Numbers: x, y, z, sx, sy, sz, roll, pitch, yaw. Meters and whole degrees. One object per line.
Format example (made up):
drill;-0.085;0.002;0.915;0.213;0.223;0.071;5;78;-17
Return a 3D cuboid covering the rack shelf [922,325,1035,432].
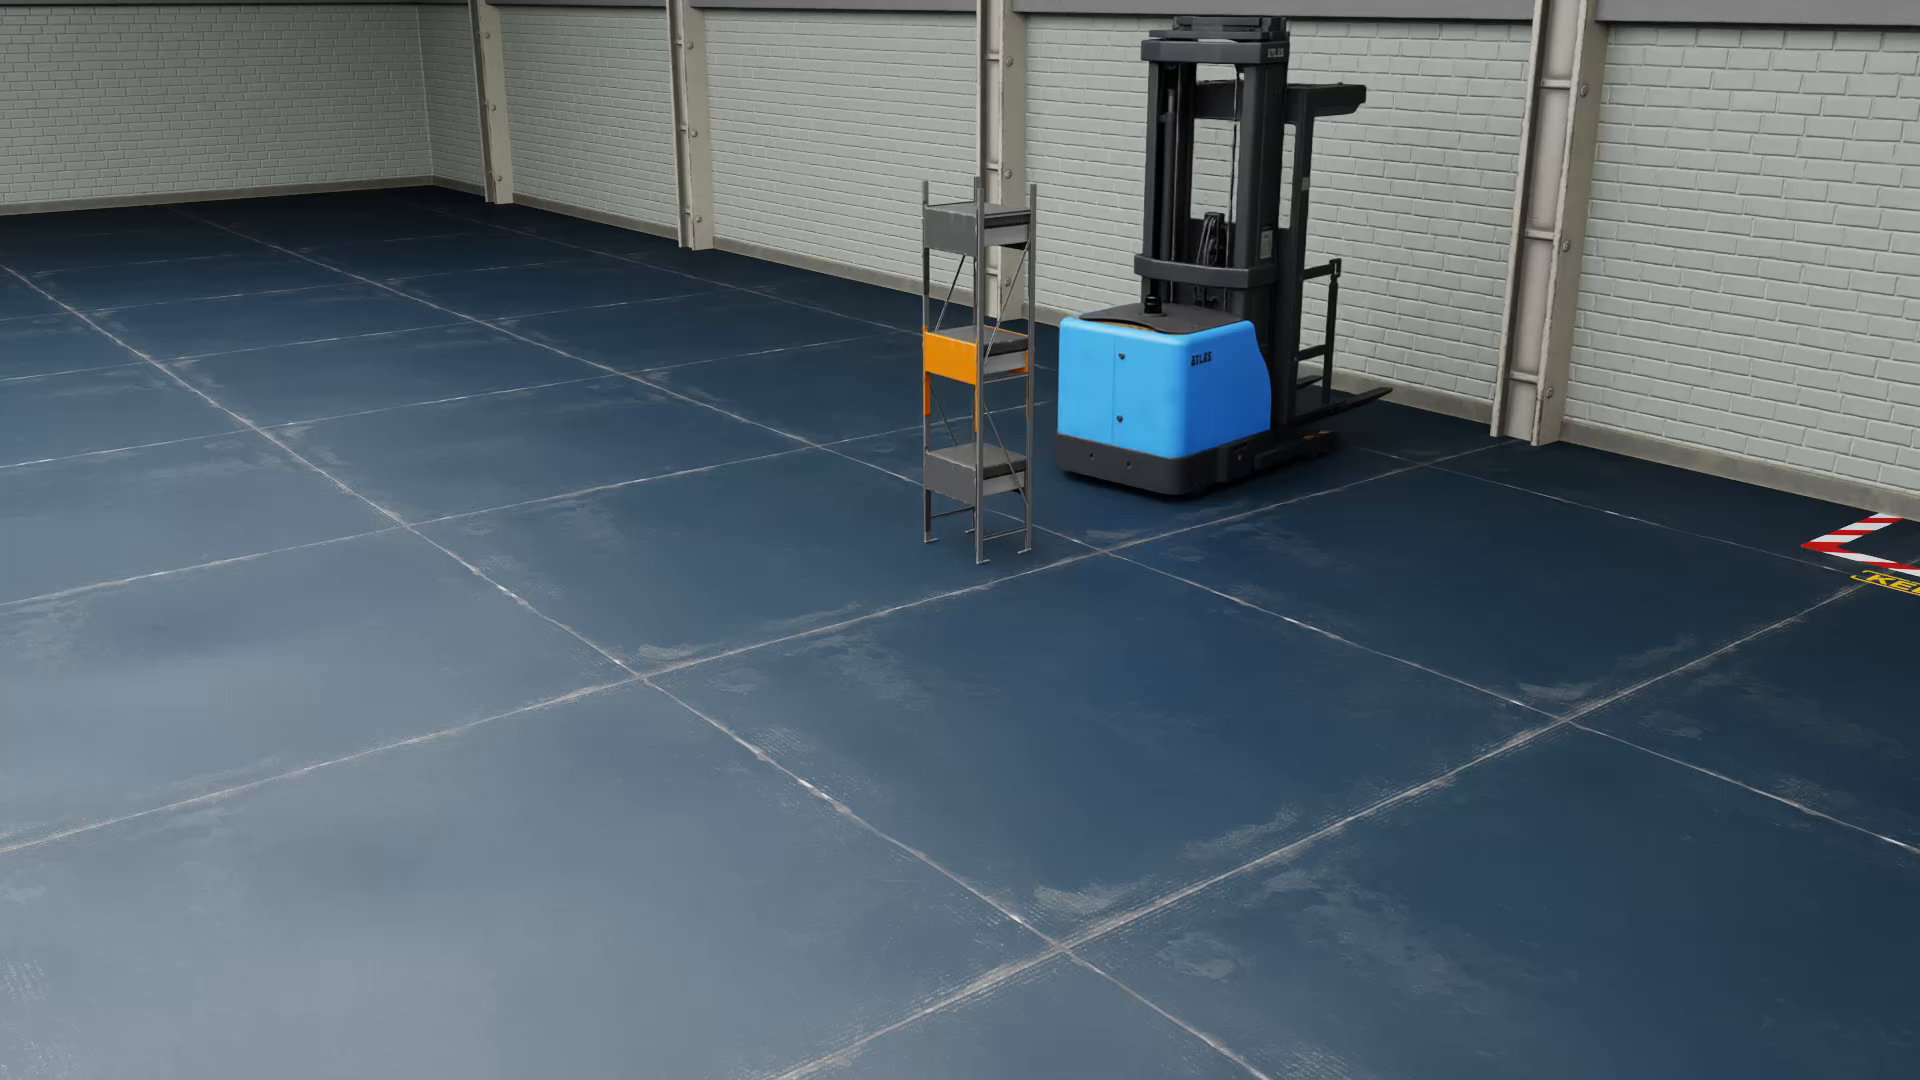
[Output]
rack shelf;0.103;-0.943;9.414;0.431;0.518;0.480;-14;23;-36

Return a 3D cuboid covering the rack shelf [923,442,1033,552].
rack shelf;0.103;-0.279;9.634;0.431;0.518;0.480;-14;23;-36

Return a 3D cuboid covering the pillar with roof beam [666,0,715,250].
pillar with roof beam;-6.703;-7.138;17.102;9.100;9.000;0.400;-14;23;-36

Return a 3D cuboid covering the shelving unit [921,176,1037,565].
shelving unit;0.103;-0.956;9.409;0.431;2.100;0.503;-14;23;-36

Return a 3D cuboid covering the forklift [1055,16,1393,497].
forklift;2.009;-2.051;11.394;1.130;2.935;3.031;16;24;41

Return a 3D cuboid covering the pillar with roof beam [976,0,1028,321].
pillar with roof beam;-2.978;-5.659;12.637;9.100;9.000;0.400;-14;23;-36

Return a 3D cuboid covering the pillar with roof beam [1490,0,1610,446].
pillar with roof beam;0.747;-4.181;8.172;9.100;9.000;0.400;-14;23;-36

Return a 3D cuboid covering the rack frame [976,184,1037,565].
rack frame;0.254;-0.896;9.228;0.400;2.100;0.015;-14;23;-36

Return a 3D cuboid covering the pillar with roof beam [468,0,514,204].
pillar with roof beam;-10.429;-8.616;21.567;9.100;9.000;0.400;-14;23;-36

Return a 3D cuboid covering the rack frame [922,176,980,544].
rack frame;-0.049;-1.016;9.591;0.400;2.100;0.015;-14;23;-36

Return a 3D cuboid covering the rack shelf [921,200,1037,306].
rack shelf;0.103;-1.608;9.193;0.431;0.518;0.480;-14;23;-36
